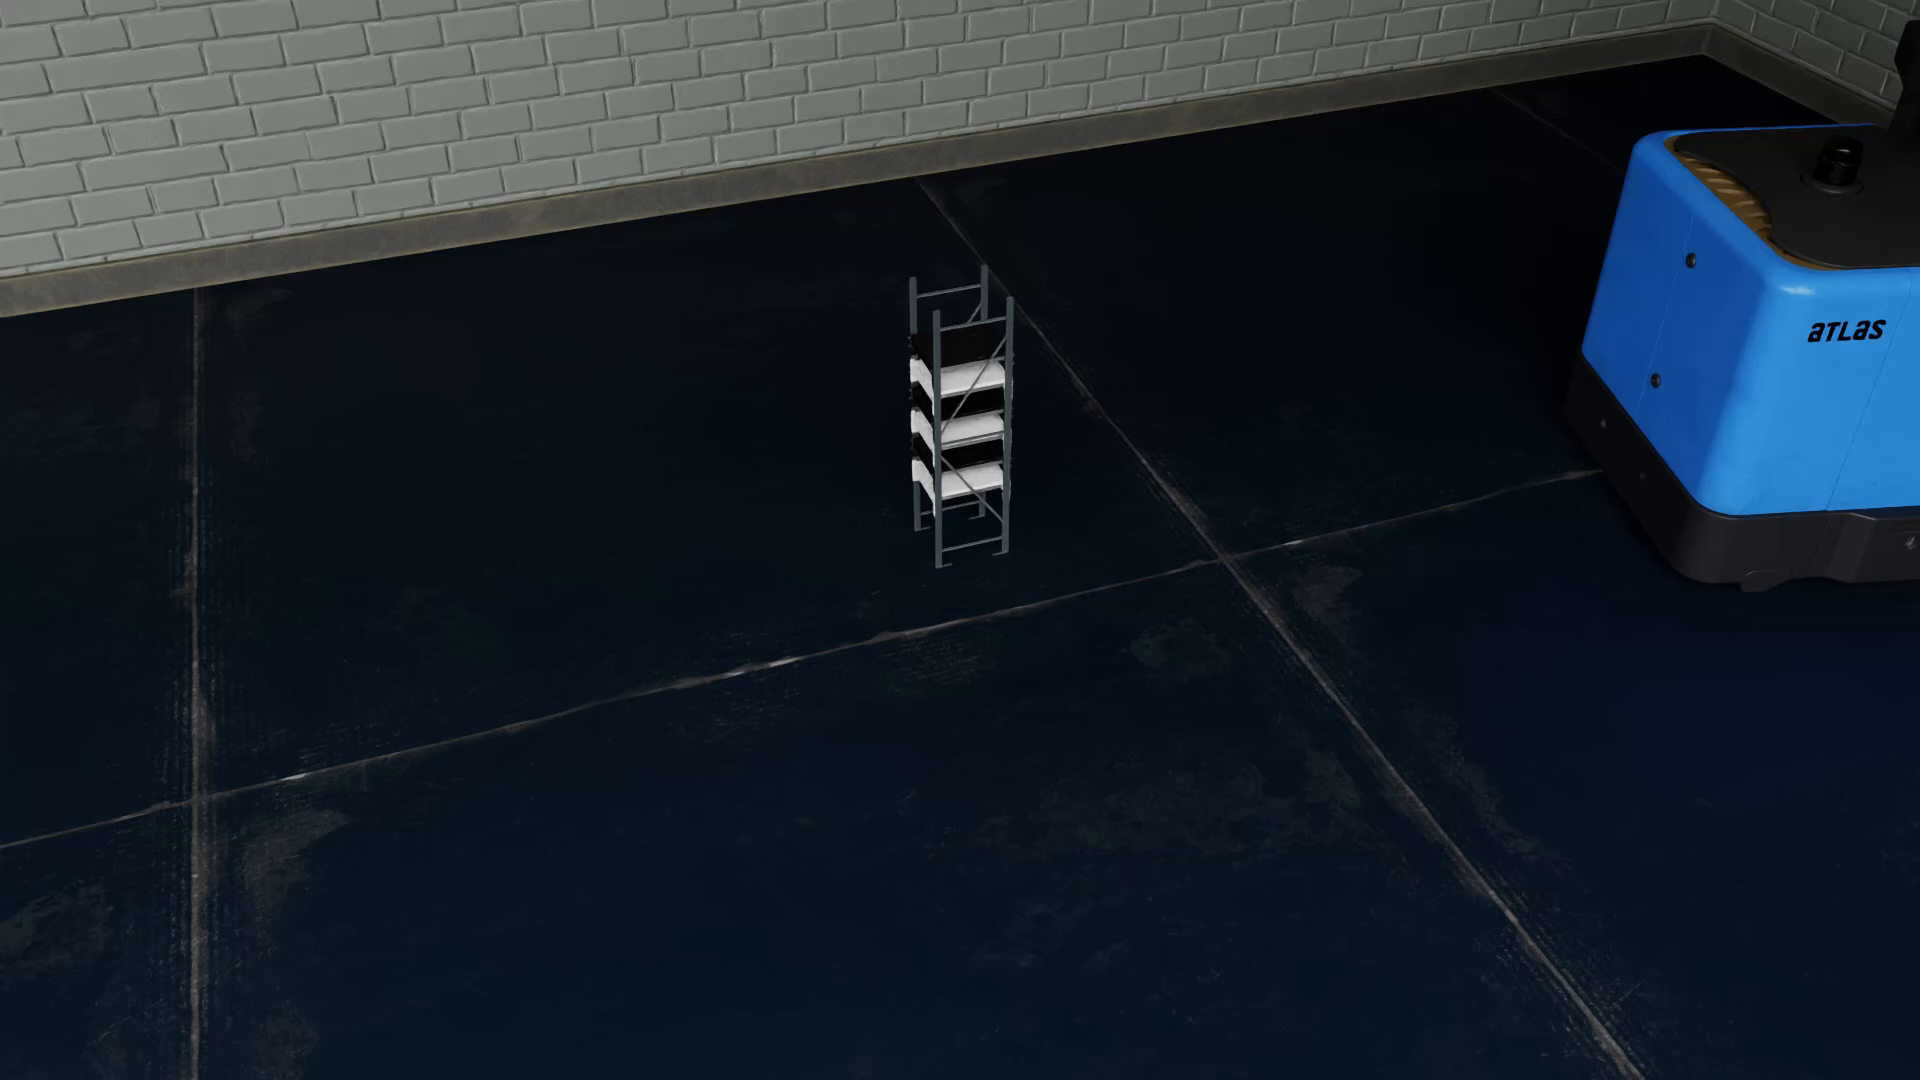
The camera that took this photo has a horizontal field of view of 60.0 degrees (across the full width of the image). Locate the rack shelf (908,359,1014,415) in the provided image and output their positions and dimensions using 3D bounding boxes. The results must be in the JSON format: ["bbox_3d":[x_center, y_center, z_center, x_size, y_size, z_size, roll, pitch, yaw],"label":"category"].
[{"bbox_3d":[0.003,-0.472,4.885,0.258,0.077,0.200,-12,39,-16],"label":"rack shelf"}]

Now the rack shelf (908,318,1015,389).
[{"bbox_3d":[0.003,-0.544,4.831,0.258,0.077,0.200,-12,39,-16],"label":"rack shelf"}]

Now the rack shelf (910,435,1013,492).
[{"bbox_3d":[0.003,-0.256,5.047,0.258,0.077,0.200,-12,39,-16],"label":"rack shelf"}]

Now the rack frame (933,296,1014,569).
[{"bbox_3d":[0.038,-0.297,4.897,0.240,0.900,0.006,-12,39,-16],"label":"rack frame"}]

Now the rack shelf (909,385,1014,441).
[{"bbox_3d":[0.003,-0.400,4.939,0.258,0.077,0.200,-12,39,-16],"label":"rack shelf"}]

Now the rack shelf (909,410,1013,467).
[{"bbox_3d":[0.003,-0.328,4.993,0.258,0.077,0.200,-12,39,-16],"label":"rack shelf"}]

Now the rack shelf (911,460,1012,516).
[{"bbox_3d":[0.003,-0.184,5.102,0.258,0.077,0.200,-12,39,-16],"label":"rack shelf"}]

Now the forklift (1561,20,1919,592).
[{"bbox_3d":[3.614,-1.378,4.643,3.031,2.935,1.130,-3,37,-4],"label":"forklift"}]

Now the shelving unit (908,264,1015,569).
[{"bbox_3d":[0.003,-0.355,4.973,0.258,0.900,0.210,-12,39,-16],"label":"shelving unit"}]

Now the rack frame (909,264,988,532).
[{"bbox_3d":[-0.032,-0.412,5.049,0.240,0.900,0.006,-12,39,-16],"label":"rack frame"}]
